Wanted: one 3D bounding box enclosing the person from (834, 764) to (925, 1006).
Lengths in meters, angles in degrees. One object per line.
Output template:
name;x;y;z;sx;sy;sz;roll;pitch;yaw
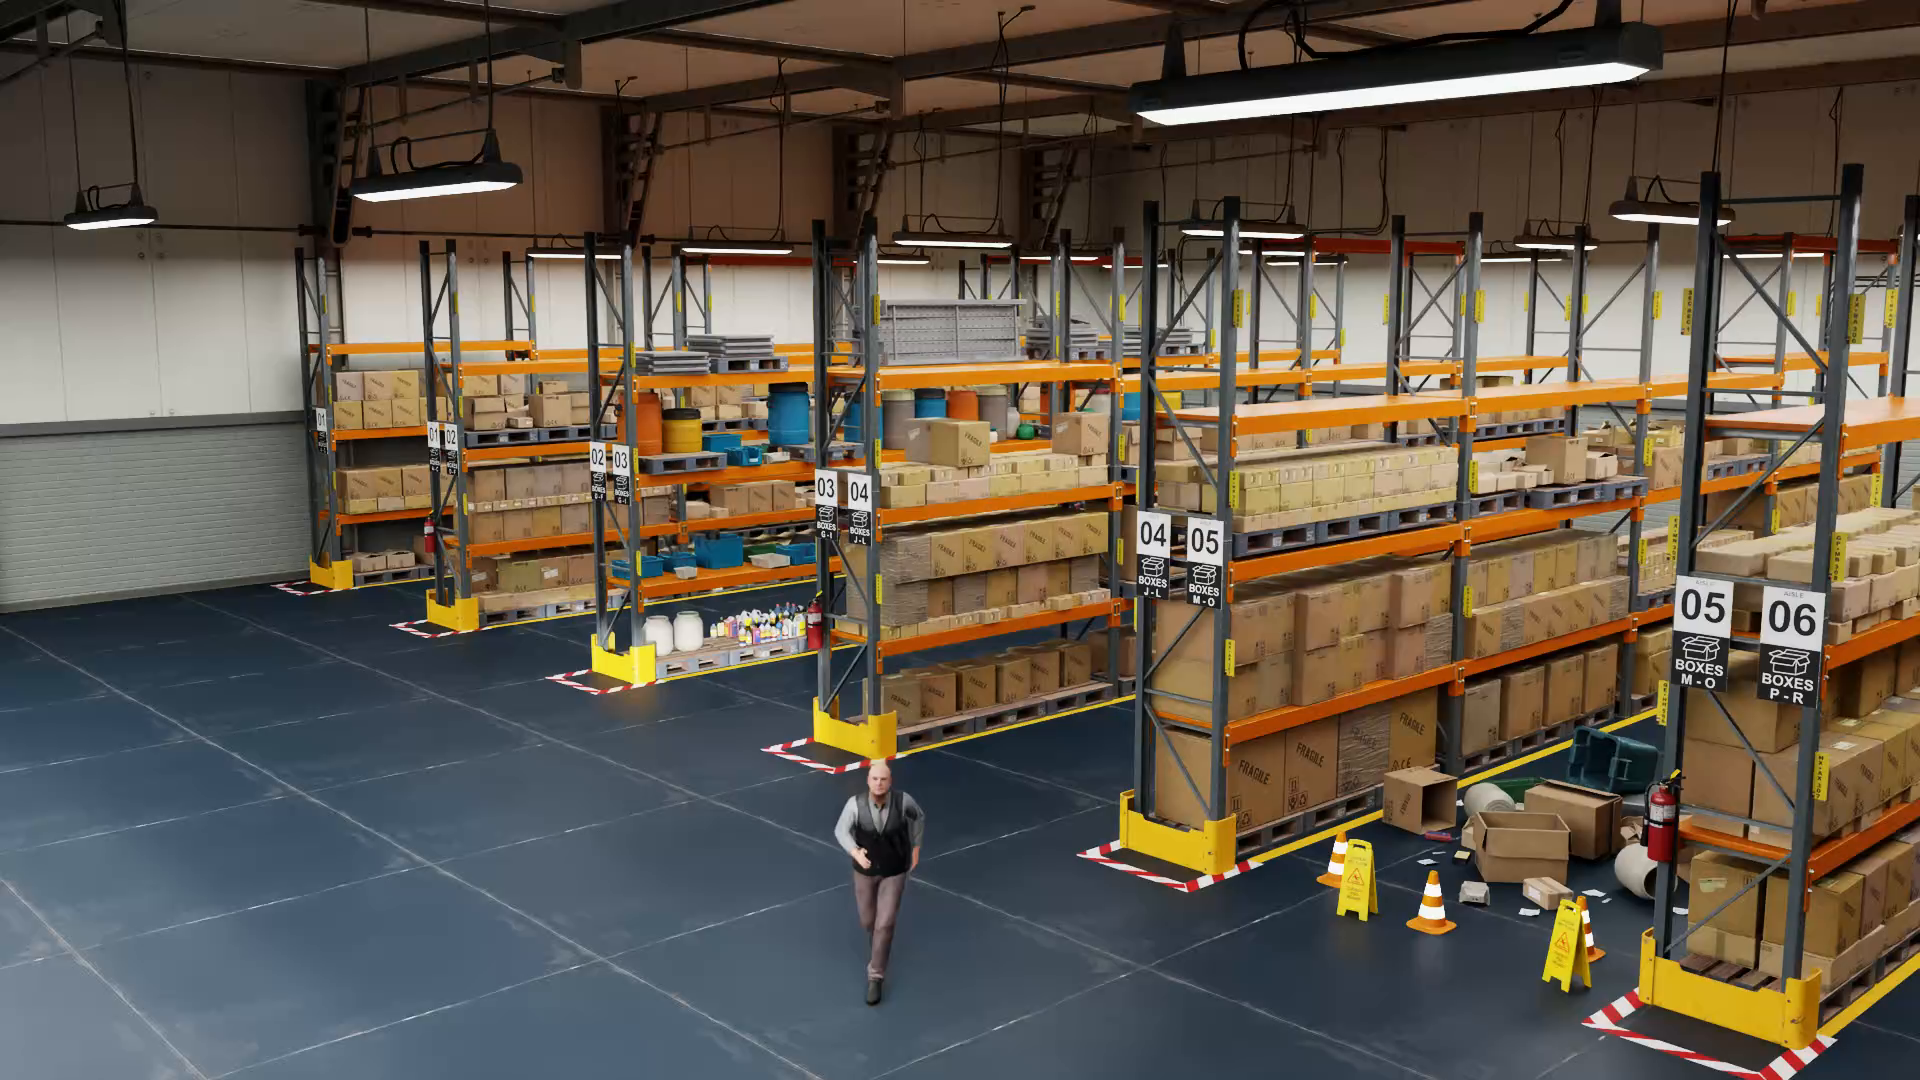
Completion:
person;-0.604;2.502;12.527;0.680;1.717;0.950;0;8;0

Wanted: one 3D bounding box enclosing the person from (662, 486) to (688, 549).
person;-5.183;-0.170;30.802;0.828;1.726;0.636;-7;11;-41
